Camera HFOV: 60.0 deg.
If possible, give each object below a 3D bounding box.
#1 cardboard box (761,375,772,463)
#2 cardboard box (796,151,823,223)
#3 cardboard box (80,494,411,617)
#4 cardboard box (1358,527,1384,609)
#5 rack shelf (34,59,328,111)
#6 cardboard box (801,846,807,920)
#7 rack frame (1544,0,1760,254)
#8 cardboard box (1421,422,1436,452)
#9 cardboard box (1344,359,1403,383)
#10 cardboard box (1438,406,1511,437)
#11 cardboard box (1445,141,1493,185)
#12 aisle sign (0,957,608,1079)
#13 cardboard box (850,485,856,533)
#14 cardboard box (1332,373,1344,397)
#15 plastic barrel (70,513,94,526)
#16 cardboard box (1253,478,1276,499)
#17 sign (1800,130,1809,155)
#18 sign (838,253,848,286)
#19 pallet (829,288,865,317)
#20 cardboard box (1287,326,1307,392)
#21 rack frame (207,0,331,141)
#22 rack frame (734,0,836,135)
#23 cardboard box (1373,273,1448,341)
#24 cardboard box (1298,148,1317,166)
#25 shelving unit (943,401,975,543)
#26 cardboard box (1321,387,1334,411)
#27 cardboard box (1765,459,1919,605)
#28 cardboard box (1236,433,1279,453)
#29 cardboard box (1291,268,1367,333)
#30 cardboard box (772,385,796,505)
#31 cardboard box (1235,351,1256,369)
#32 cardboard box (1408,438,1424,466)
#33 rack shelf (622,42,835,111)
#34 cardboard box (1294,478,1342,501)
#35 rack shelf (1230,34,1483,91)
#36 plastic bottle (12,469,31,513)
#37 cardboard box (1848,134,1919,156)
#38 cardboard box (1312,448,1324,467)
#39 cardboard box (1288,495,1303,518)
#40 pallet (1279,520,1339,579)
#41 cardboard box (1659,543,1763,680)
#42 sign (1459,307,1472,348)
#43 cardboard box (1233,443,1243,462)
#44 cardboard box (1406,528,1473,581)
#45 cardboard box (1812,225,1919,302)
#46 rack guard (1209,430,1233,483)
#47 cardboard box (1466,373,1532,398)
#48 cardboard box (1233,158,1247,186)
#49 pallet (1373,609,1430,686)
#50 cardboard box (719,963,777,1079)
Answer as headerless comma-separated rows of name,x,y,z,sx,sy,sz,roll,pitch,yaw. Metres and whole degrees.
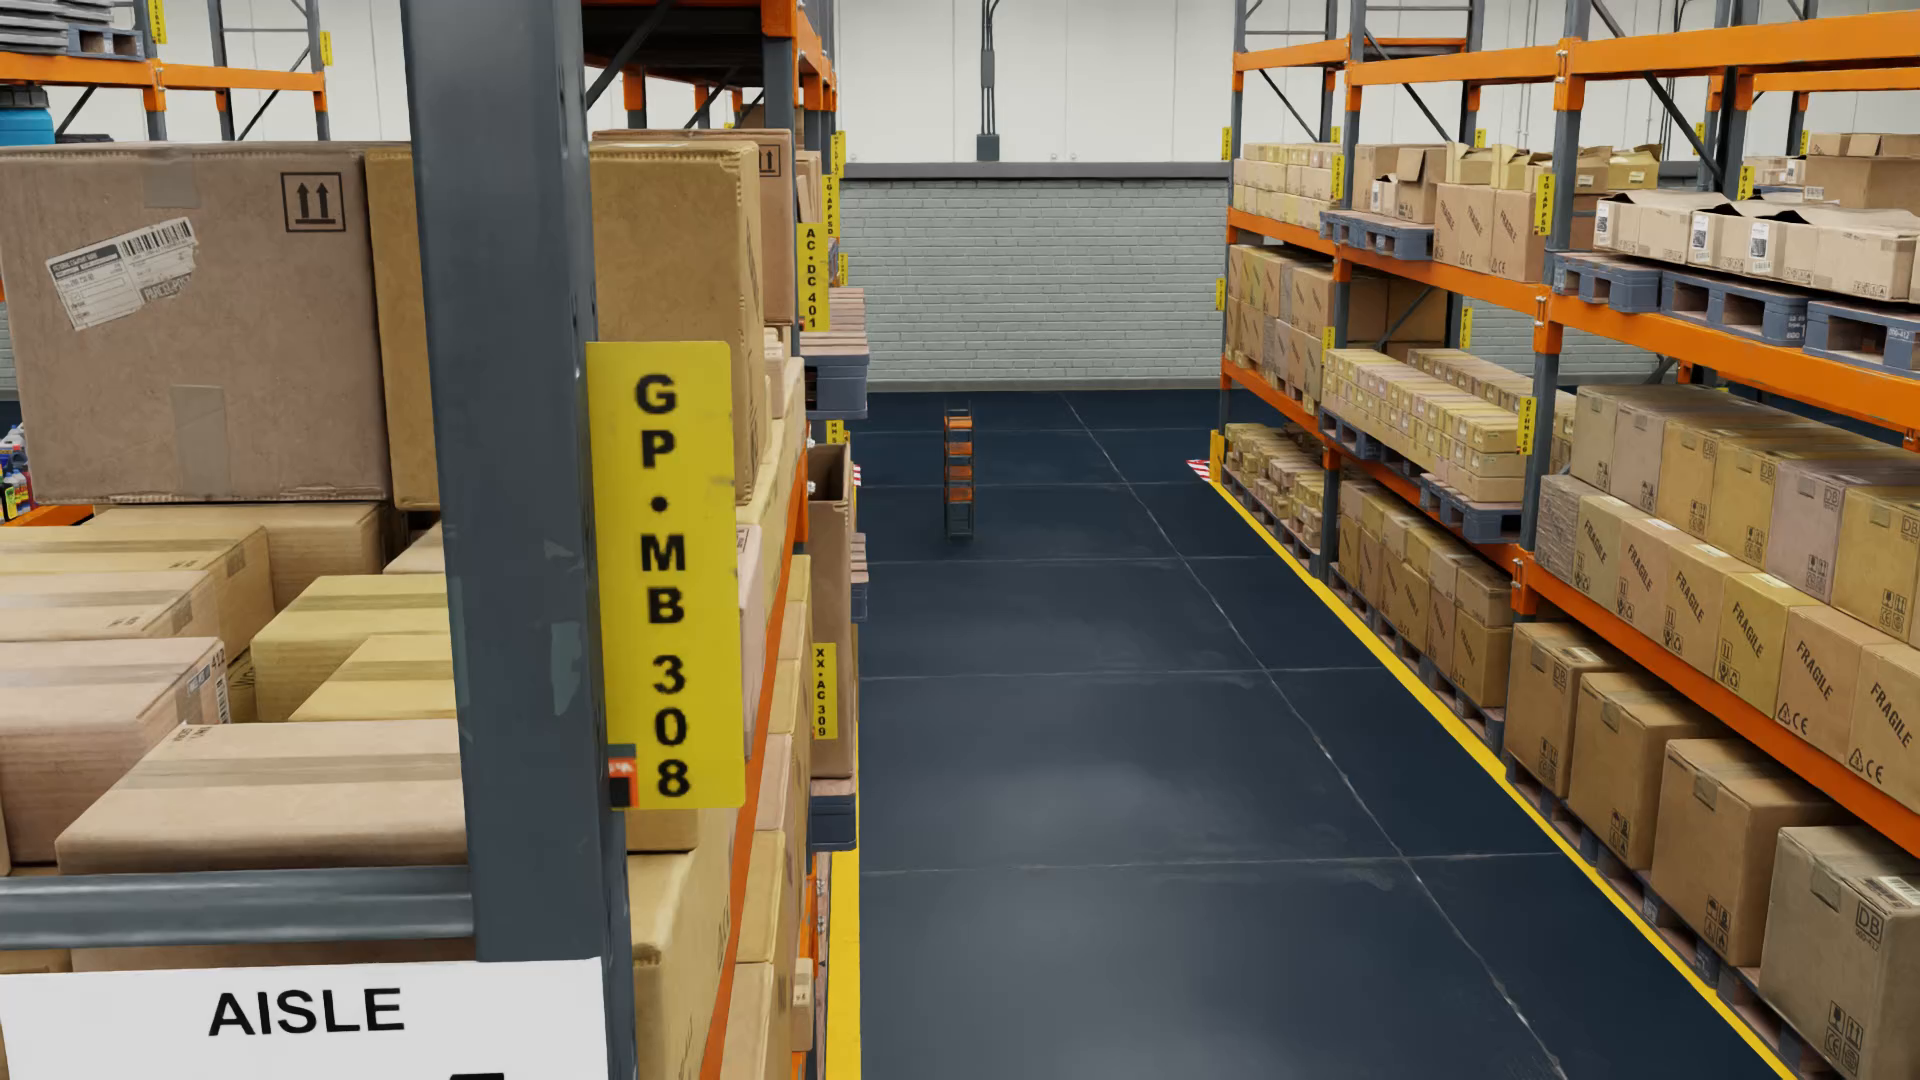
cardboard box,-0.594,-0.250,3.461,0.380,0.149,0.250,0,14,-1
cardboard box,-0.958,-1.705,8.408,0.500,0.500,0.500,-1,14,-2
cardboard box,-1.026,0.018,2.419,0.380,0.149,0.250,-1,14,-3
cardboard box,3.288,0.204,12.386,0.500,0.500,0.500,0,14,-1
rack shelf,-6.552,-3.855,14.197,1.077,0.370,4.000,-1,14,-3
cardboard box,-0.682,1.089,5.277,0.380,0.149,0.250,-1,14,-3
rack frame,3.720,-3.033,8.755,1.000,3.000,0.127,-1,14,-3
cardboard box,3.183,-0.663,10.648,0.380,0.149,0.250,-1,14,-3
cardboard box,3.074,-1.254,12.348,0.380,0.149,0.250,-1,14,-3
cardboard box,3.202,-0.740,10.349,0.380,0.149,0.250,0,14,-2
cardboard box,3.335,-2.416,10.638,0.396,0.266,0.258,-1,14,-3
aisle sign,-0.438,0.665,1.204,0.394,0.787,0.004,-1,14,-3
cardboard box,-1.369,0.136,11.900,1.225,0.875,0.875,-1,14,-5
cardboard box,3.055,-1.179,12.652,0.380,0.149,0.250,-1,14,-5
plastic barrel,-6.368,0.130,11.869,0.600,0.901,0.708,-1,14,-3
cardboard box,3.003,-0.489,15.784,0.380,0.149,0.250,-2,15,-6
sign,8.701,-4.067,17.175,0.100,0.325,0.005,-1,14,-3
sign,-1.190,-2.746,16.880,0.100,0.325,0.005,-1,14,-3
pallet,-0.988,-0.856,6.691,1.213,0.211,1.003,-1,14,-3
cardboard box,3.129,-1.560,14.272,0.500,0.500,0.500,-1,14,-5
rack frame,-6.676,-4.895,15.990,1.000,3.000,0.127,-1,14,-3
rack frame,-1.733,-4.971,16.288,1.000,3.000,0.127,-1,14,-3
cardboard box,3.687,-1.915,13.645,0.500,0.500,0.500,-1,14,-2
cardboard box,3.107,-3.270,14.195,0.380,0.149,0.250,-1,15,-6
shelving unit,-0.010,-0.622,15.037,0.258,1.200,0.503,-1,14,-3
cardboard box,3.037,-1.099,12.939,0.380,0.149,0.250,-2,15,-6
cardboard box,3.866,-0.042,6.964,0.700,0.500,0.500,-1,14,-3
cardboard box,2.942,-0.961,16.427,0.380,0.149,0.250,-1,14,-4
cardboard box,3.136,-2.040,14.132,0.500,0.500,0.500,-1,14,-5
cardboard box,-0.678,-0.222,4.150,0.500,0.250,0.500,-1,14,-2
cardboard box,2.937,-1.779,16.427,0.380,0.149,0.250,-1,14,-5
cardboard box,3.170,-0.580,10.920,0.380,0.149,0.250,-2,15,-6
rack shelf,-1.361,-2.937,10.627,1.077,0.370,4.000,-1,14,-3
cardboard box,3.112,-0.442,14.410,0.380,0.149,0.250,-1,14,-4
rack shelf,3.348,-4.175,14.644,1.077,0.370,4.000,-1,14,-3
plastic bottle,-5.922,-0.309,10.466,0.097,0.271,0.097,0,14,0
cardboard box,8.291,-3.313,14.614,0.797,0.503,0.637,0,14,1
cardboard box,3.542,-0.776,15.706,0.380,0.149,0.250,-1,14,-5
cardboard box,3.072,-0.296,14.439,0.380,0.149,0.250,-1,14,-5
pallet,3.395,0.062,14.363,1.003,0.211,1.213,-1,14,-3
cardboard box,3.572,0.316,7.579,0.500,0.500,0.500,-1,14,-4
sign,4.026,-1.693,13.261,0.100,0.325,0.005,-1,14,-3
cardboard box,2.961,-0.881,16.711,0.380,0.149,0.250,-1,14,-4
cardboard box,3.358,0.098,11.293,0.500,0.250,0.500,-1,14,-2
cardboard box,3.672,-1.068,6.396,0.500,0.250,0.500,-1,14,-4
rack guard,3.229,-0.888,17.473,1.175,0.500,0.348,-1,14,-3
cardboard box,3.772,-1.071,11.637,0.380,0.149,0.250,-2,15,-6
cardboard box,2.993,-3.624,16.368,0.500,0.250,0.500,-1,14,-3
pallet,3.600,0.726,11.782,1.003,0.211,1.213,-1,14,-3
cardboard box,-0.527,0.971,2.427,0.500,0.500,0.500,-1,14,-3
